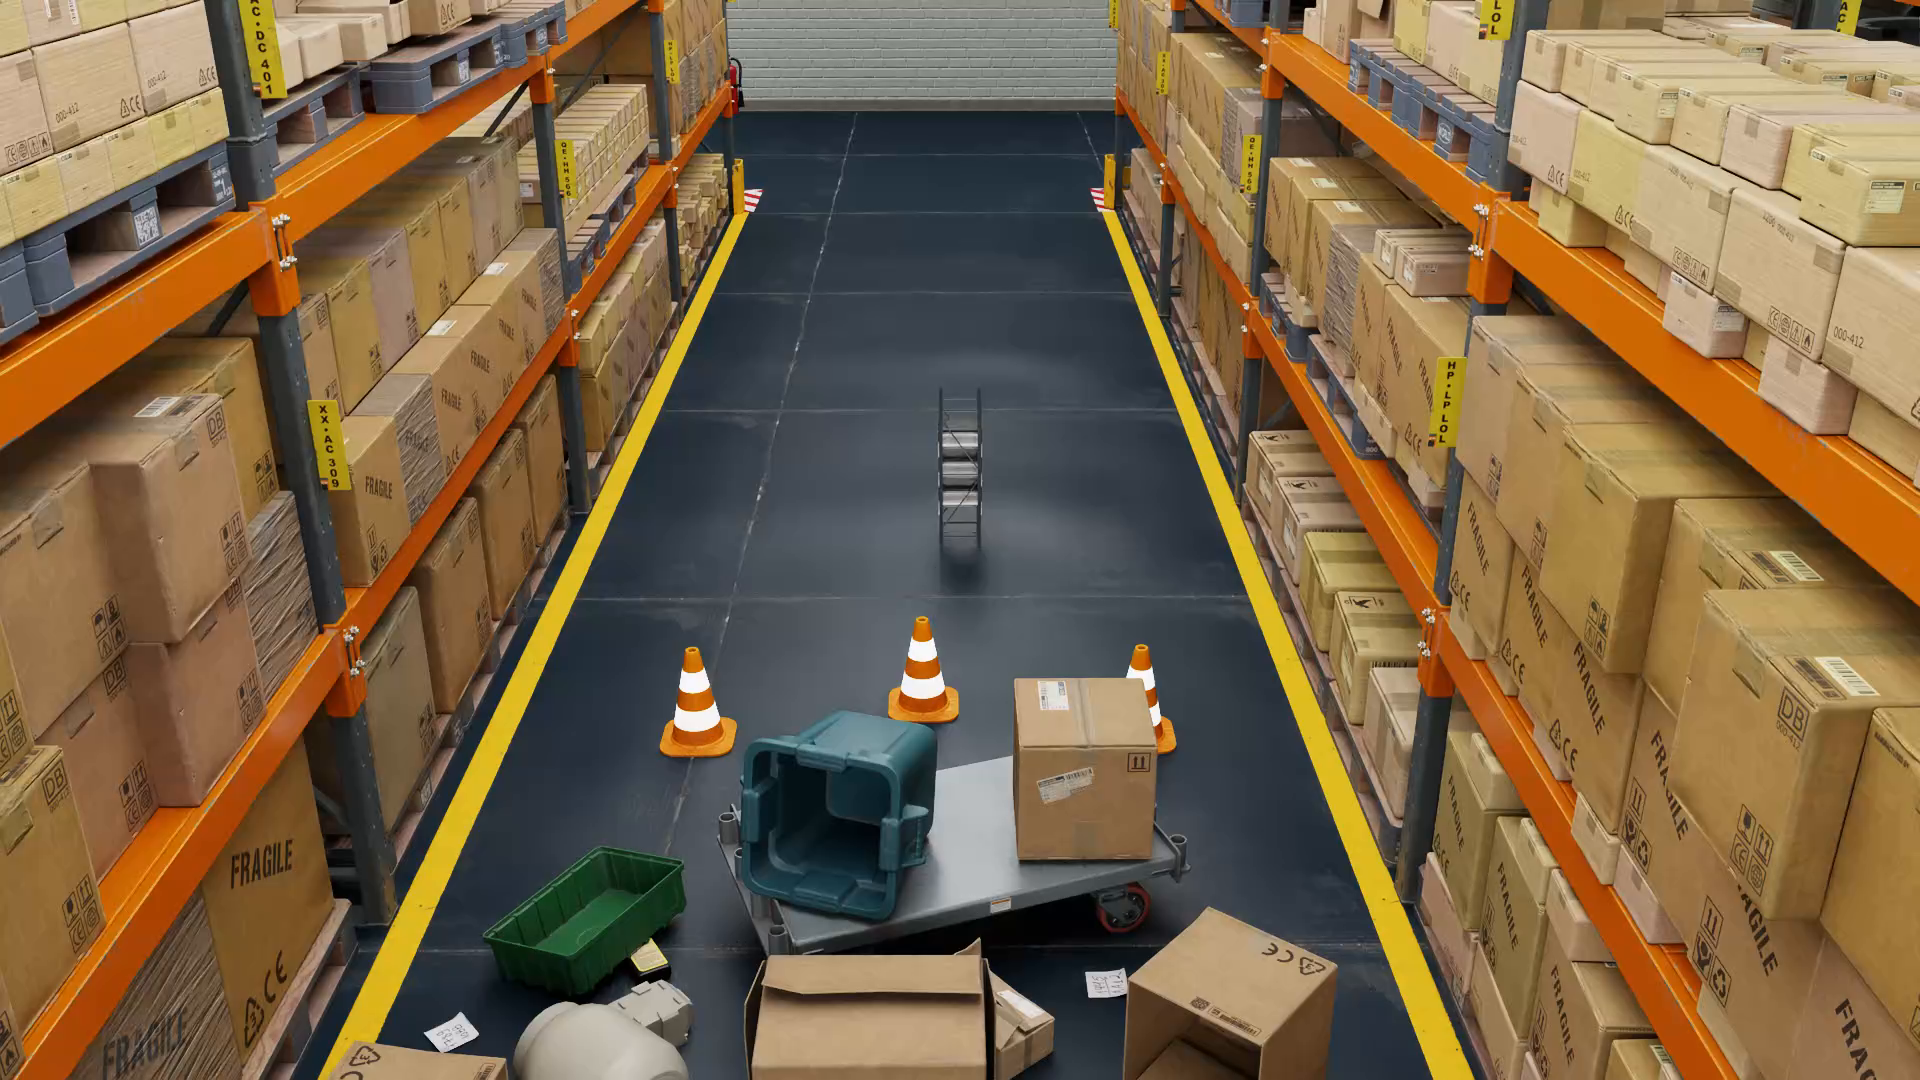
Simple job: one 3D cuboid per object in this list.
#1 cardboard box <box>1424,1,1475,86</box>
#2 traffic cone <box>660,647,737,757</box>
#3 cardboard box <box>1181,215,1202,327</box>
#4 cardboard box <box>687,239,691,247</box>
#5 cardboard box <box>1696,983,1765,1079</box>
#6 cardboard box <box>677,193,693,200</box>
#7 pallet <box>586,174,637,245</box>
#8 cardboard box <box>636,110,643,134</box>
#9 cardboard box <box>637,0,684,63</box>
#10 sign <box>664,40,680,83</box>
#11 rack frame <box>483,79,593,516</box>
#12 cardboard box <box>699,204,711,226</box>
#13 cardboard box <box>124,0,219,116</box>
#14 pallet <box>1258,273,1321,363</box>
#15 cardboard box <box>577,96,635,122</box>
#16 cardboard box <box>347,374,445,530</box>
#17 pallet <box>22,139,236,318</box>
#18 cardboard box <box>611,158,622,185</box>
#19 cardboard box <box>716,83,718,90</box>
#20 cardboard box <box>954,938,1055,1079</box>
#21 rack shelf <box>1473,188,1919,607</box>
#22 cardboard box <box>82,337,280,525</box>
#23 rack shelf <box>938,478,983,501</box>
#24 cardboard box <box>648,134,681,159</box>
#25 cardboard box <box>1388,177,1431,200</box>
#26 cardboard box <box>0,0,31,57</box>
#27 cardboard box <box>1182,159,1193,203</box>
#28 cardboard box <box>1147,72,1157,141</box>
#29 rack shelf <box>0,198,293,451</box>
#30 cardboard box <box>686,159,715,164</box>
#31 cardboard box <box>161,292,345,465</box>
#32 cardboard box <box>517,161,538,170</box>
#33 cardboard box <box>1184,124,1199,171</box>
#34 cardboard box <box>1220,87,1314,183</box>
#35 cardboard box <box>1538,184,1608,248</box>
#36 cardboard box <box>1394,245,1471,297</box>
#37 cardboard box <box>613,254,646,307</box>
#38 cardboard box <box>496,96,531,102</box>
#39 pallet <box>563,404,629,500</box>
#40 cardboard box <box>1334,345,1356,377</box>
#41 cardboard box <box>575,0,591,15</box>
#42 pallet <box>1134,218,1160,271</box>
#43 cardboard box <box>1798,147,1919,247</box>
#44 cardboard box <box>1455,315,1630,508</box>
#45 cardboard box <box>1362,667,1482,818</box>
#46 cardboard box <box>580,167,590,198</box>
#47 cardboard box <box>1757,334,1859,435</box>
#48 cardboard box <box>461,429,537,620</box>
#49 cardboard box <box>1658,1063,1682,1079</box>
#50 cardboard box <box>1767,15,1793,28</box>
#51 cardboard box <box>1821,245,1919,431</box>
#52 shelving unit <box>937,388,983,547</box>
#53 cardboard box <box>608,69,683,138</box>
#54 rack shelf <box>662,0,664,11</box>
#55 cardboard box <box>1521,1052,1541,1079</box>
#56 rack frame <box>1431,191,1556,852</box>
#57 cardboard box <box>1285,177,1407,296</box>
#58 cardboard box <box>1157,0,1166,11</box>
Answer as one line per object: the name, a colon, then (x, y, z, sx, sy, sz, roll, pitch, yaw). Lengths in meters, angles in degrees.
cardboard box: (2.090, -1.890, 6.322, 0.500, 0.250, 0.500, 0, 24, 0)
traffic cone: (-1.212, 0.708, 7.622, 0.336, 0.463, 0.334, 0, 24, -1)
cardboard box: (2.241, -2.217, 13.080, 0.875, 0.875, 0.875, 0, 24, 1)
cardboard box: (-2.625, -2.655, 14.931, 0.380, 0.149, 0.250, -1, 24, -3)
cardboard box: (1.983, 1.131, 3.914, 0.380, 0.149, 0.250, -1, 24, -1)
cardboard box: (-2.619, -3.033, 15.044, 0.380, 0.149, 0.250, -1, 24, -3)
pallet: (-2.813, -2.264, 11.349, 1.003, 0.211, 1.213, 0, 24, -1)
cardboard box: (-2.588, -3.125, 12.454, 0.380, 0.149, 0.250, 0, 24, 0)
cardboard box: (-2.576, -4.222, 13.749, 0.500, 0.500, 0.500, -1, 24, -2)
sign: (-2.239, -3.716, 12.921, 0.100, 0.325, 0.005, 0, 24, -1)
rack frame: (-2.751, -1.536, 9.507, 1.000, 3.000, 0.127, 0, 24, -1)
cardboard box: (-2.506, -2.998, 15.328, 0.380, 0.149, 0.250, 0, 24, 0)
cardboard box: (-2.445, -1.357, 4.661, 0.500, 0.250, 0.500, -1, 24, -1)
pallet: (2.312, -1.220, 9.039, 1.213, 0.211, 1.003, 0, 24, -1)
cardboard box: (-2.590, -3.151, 12.150, 0.380, 0.149, 0.250, -1, 24, -2)
cardboard box: (-2.450, -0.360, 6.784, 0.500, 0.500, 0.500, 0, 24, 0)
pallet: (-2.708, -0.877, 4.517, 1.003, 0.211, 1.213, 0, 24, -1)
cardboard box: (-2.575, -2.562, 11.570, 0.380, 0.149, 0.250, 1, 24, 2)
cardboard box: (-2.586, -4.483, 16.326, 0.380, 0.149, 0.250, 0, 24, -1)
cardboard box: (0.104, 1.639, 5.803, 0.258, 0.266, 0.396, -19, 31, -36)
rack shelf: (2.263, -0.167, 3.712, 1.077, 0.370, 4.000, 0, 24, -1)
cardboard box: (-2.737, -0.296, 5.272, 0.875, 0.550, 0.550, 0, 24, -1)
rack shelf: (0.000, -0.301, 9.623, 0.258, 0.077, 0.200, 0, 24, -1)
cardboard box: (-2.470, -3.188, 13.464, 0.380, 0.149, 0.250, 1, 24, 1)
cardboard box: (2.498, -1.574, 8.597, 0.500, 0.500, 0.500, -1, 24, -1)
cardboard box: (-2.372, -1.174, 3.771, 0.380, 0.149, 0.250, 0, 24, 0)
cardboard box: (1.892, -2.573, 11.981, 0.500, 0.250, 0.500, 0, 24, -1)
cardboard box: (1.883, -3.696, 14.160, 0.500, 0.500, 0.500, -1, 24, -2)
rack shelf: (-2.685, -0.103, 3.570, 1.077, 0.370, 4.000, 0, 24, -1)
cardboard box: (-2.633, -3.675, 16.464, 0.380, 0.149, 0.250, 0, 24, 0)
cardboard box: (-2.718, -0.594, 6.088, 0.700, 0.500, 0.500, -1, 24, -1)
cardboard box: (-2.567, -2.186, 10.017, 0.380, 0.149, 0.250, -1, 24, -2)
cardboard box: (1.890, -2.802, 11.882, 0.500, 0.250, 0.500, 0, 24, 0)
cardboard box: (1.917, -2.525, 10.357, 0.500, 0.500, 0.500, 0, 24, 0)
cardboard box: (1.944, -0.966, 4.912, 0.380, 0.149, 0.250, 0, 24, -1)
cardboard box: (1.990, -1.093, 6.748, 0.380, 0.149, 0.250, -1, 24, -2)
cardboard box: (-2.521, -1.843, 11.799, 0.500, 0.250, 0.500, -1, 24, -3)
cardboard box: (-3.241, -3.148, 12.143, 0.380, 0.149, 0.250, 0, 24, 0)
pallet: (-2.758, -0.588, 10.793, 1.003, 0.211, 1.213, 0, 24, -1)
cardboard box: (1.985, -0.876, 7.842, 0.380, 0.149, 0.250, 1, 24, 1)
cardboard box: (-2.503, -3.391, 9.846, 0.500, 0.500, 0.500, 0, 24, -1)
pallet: (2.208, -2.795, 15.675, 1.003, 0.211, 1.213, 0, 24, -1)
cardboard box: (1.936, -0.689, 3.331, 0.380, 0.149, 0.250, 0, 24, 1)
cardboard box: (2.030, -0.406, 5.313, 0.700, 0.500, 0.500, -1, 24, -1)
cardboard box: (2.233, 0.838, 6.936, 0.950, 0.372, 0.625, 0, 24, 0)
cardboard box: (-2.569, -2.274, 10.573, 0.380, 0.149, 0.250, 0, 24, 0)
cardboard box: (1.940, -0.334, 3.514, 0.380, 0.149, 0.250, -1, 24, -1)
cardboard box: (-2.821, -0.091, 8.532, 1.050, 0.750, 0.750, 0, 24, 0)
cardboard box: (1.944, 1.429, 4.081, 0.380, 0.149, 0.250, 1, 24, 2)
cardboard box: (7.368, -4.296, 14.520, 0.500, 0.500, 0.500, -1, 24, -2)
cardboard box: (1.996, -0.368, 3.105, 0.500, 0.250, 0.500, 0, 24, 1)
shelving unit: (0.000, -0.413, 9.572, 0.258, 0.900, 0.210, 0, 24, -1)
cardboard box: (-2.548, -3.571, 13.523, 0.500, 0.500, 0.500, -1, 24, -2)
rack shelf: (-2.816, -5.048, 14.503, 1.077, 0.370, 4.000, 0, 24, -1)
cardboard box: (2.004, 1.792, 4.974, 0.500, 0.250, 0.500, -1, 24, -1)
rack frame: (2.245, 0.048, 6.004, 0.949, 2.616, 0.053, 0, 24, -1)
cardboard box: (1.984, -1.571, 8.593, 0.500, 0.500, 0.500, 1, 24, 2)
cardboard box: (1.886, -4.590, 14.136, 0.380, 0.149, 0.250, 0, 24, -1)
